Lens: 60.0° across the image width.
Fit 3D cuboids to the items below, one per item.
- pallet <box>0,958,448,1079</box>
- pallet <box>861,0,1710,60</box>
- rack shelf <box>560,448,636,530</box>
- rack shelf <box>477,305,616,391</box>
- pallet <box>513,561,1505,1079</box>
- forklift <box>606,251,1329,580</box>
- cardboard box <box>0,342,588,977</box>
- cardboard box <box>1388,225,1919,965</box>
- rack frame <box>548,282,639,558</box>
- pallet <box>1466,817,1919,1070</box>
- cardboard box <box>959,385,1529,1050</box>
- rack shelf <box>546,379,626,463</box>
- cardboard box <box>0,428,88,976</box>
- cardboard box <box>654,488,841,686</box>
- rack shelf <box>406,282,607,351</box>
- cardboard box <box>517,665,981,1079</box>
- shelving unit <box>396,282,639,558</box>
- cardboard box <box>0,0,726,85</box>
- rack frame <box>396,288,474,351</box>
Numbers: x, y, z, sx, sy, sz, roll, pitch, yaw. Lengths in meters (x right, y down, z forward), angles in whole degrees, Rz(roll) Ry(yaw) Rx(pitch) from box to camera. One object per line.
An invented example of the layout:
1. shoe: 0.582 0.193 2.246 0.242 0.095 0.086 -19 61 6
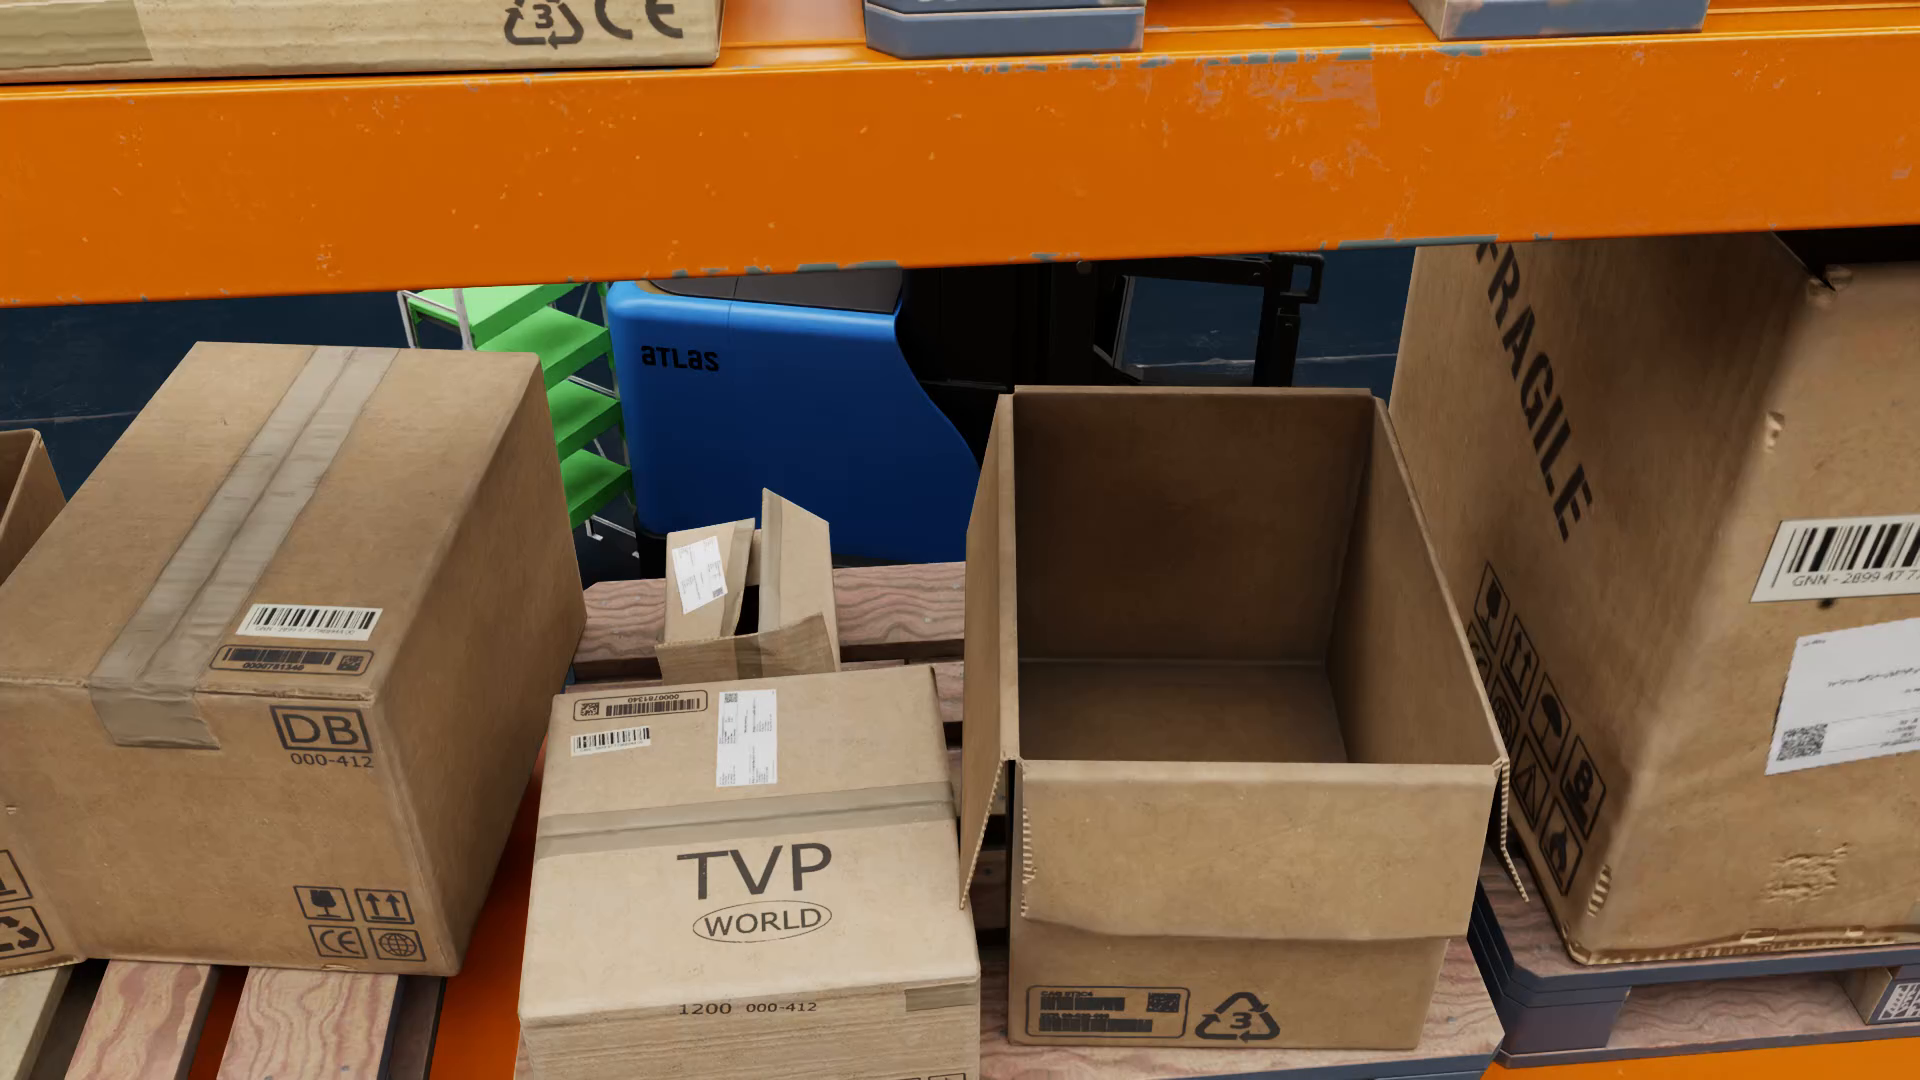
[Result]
1. pallet: -1.243 0.457 2.404 1.003 0.211 1.213 -3 38 -4
2. pallet: 0.383 -0.810 1.585 1.003 0.211 1.213 -3 38 -4
3. rack shelf: -1.206 -0.083 4.876 0.258 0.148 0.480 22 43 25
4. rack shelf: -1.206 -0.459 4.579 0.258 0.148 0.480 22 43 25
5. pallet: 0.024 0.428 2.441 1.213 0.211 1.003 -3 38 -4
6. forklift: 0.616 -1.086 4.260 3.031 2.935 1.130 6 39 7
7. cardboard box: -0.862 0.136 2.237 0.500 0.500 0.700 2 38 3
8. cardboard box: 1.237 -0.176 2.229 1.000 1.000 1.000 -3 38 -4
9. rack frame: -1.075 -0.449 4.850 0.240 1.200 0.015 22 43 25
10. pallet: 1.266 0.294 2.610 1.213 0.211 1.003 -3 38 -4
11. cardboard box: 0.322 0.214 2.135 0.637 0.503 0.797 1 38 1
12. rack shelf: -1.206 -0.271 4.728 0.258 0.148 0.480 22 43 25
13. cardboard box: -1.410 0.228 2.120 0.500 0.500 0.500 -8 39 -10
14. cardboard box: -0.307 0.116 2.451 0.258 0.266 0.396 -4 38 -5
15. rack shelf: -1.206 -0.648 4.431 0.258 0.148 0.480 22 43 25
16. cardboard box: -0.254 0.430 2.065 0.500 0.250 0.500 -4 38 -5
17. shelving unit: -1.206 -0.321 4.688 0.258 1.200 0.503 22 43 25
18. cardboard box: -0.431 -0.563 1.242 0.500 0.250 0.500 -2 38 -3
19. rack frame: -1.337 -0.194 4.527 0.240 1.200 0.015 22 43 25
